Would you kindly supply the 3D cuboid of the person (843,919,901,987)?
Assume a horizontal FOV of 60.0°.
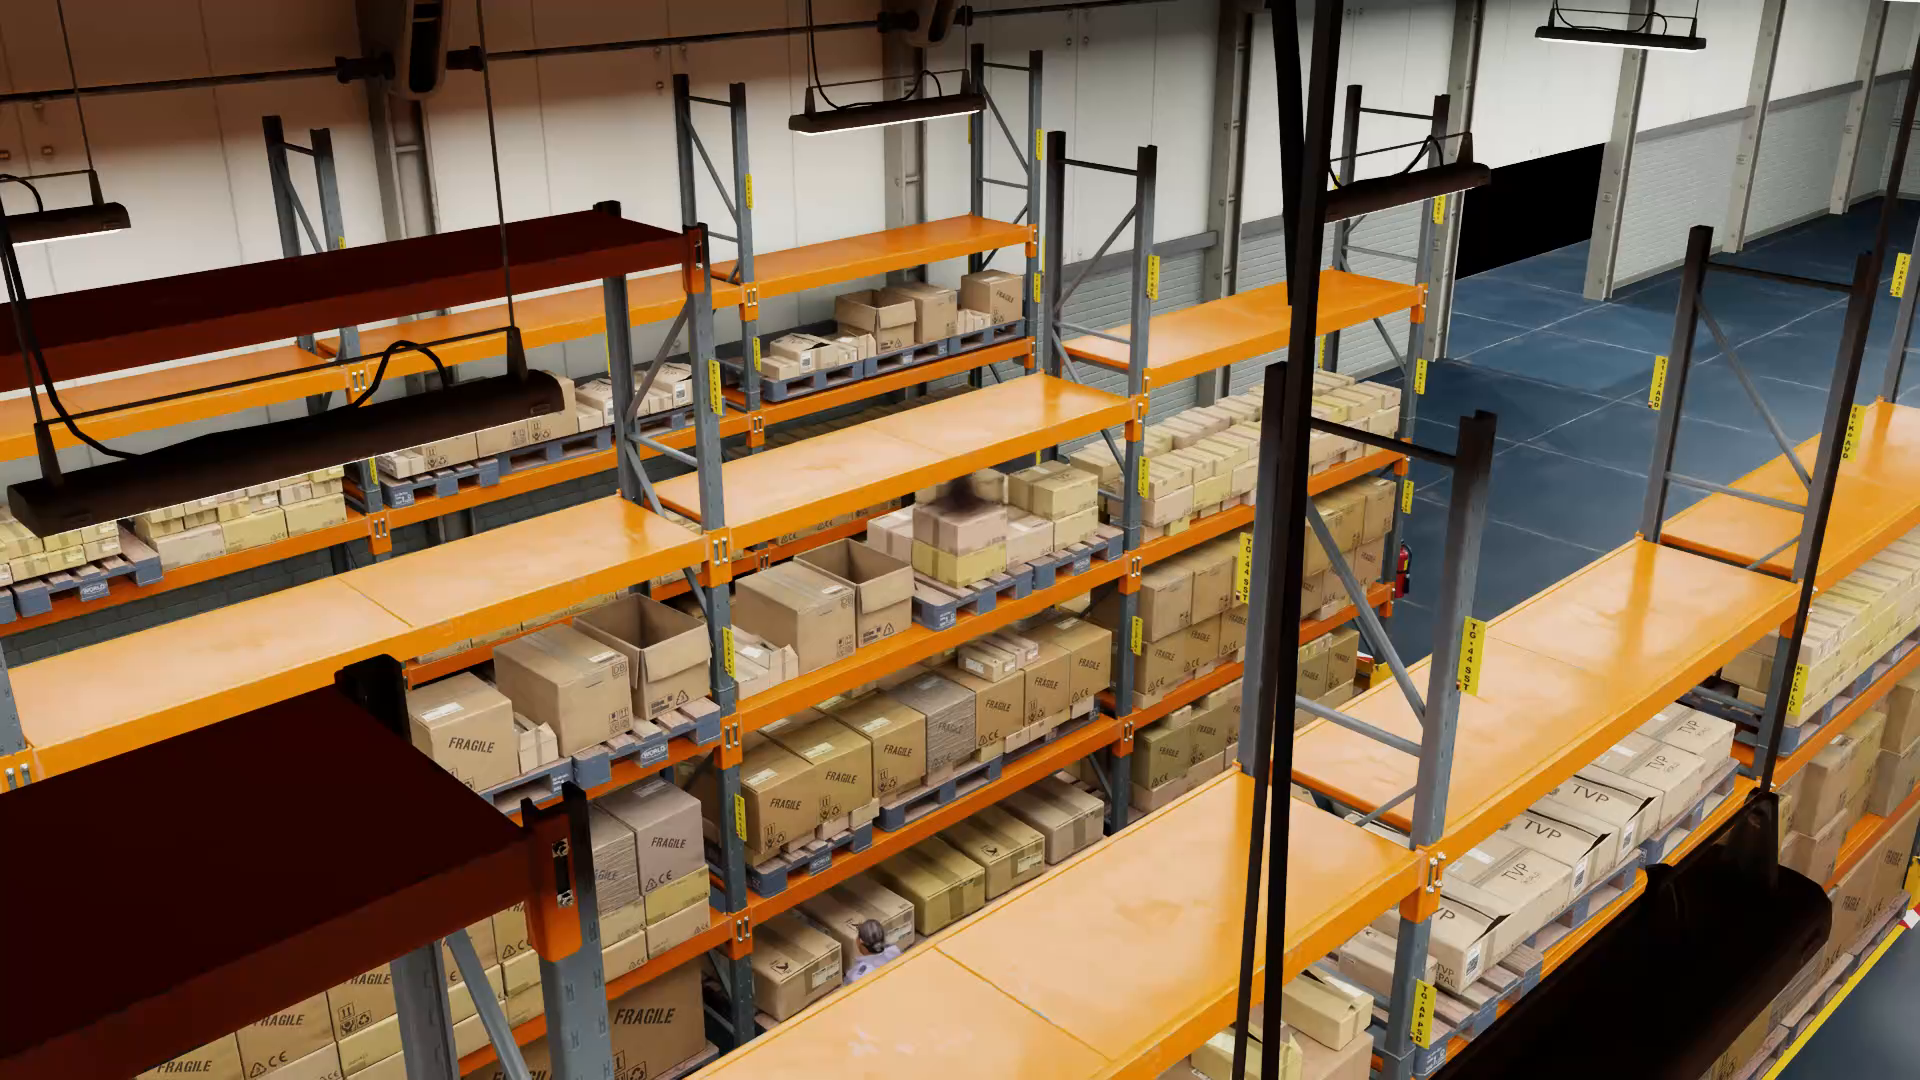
[{"bbox_3d":[-0.551,3.214,10.919,0.388,1.649,0.525,13,26,29],"label":"person"}]
